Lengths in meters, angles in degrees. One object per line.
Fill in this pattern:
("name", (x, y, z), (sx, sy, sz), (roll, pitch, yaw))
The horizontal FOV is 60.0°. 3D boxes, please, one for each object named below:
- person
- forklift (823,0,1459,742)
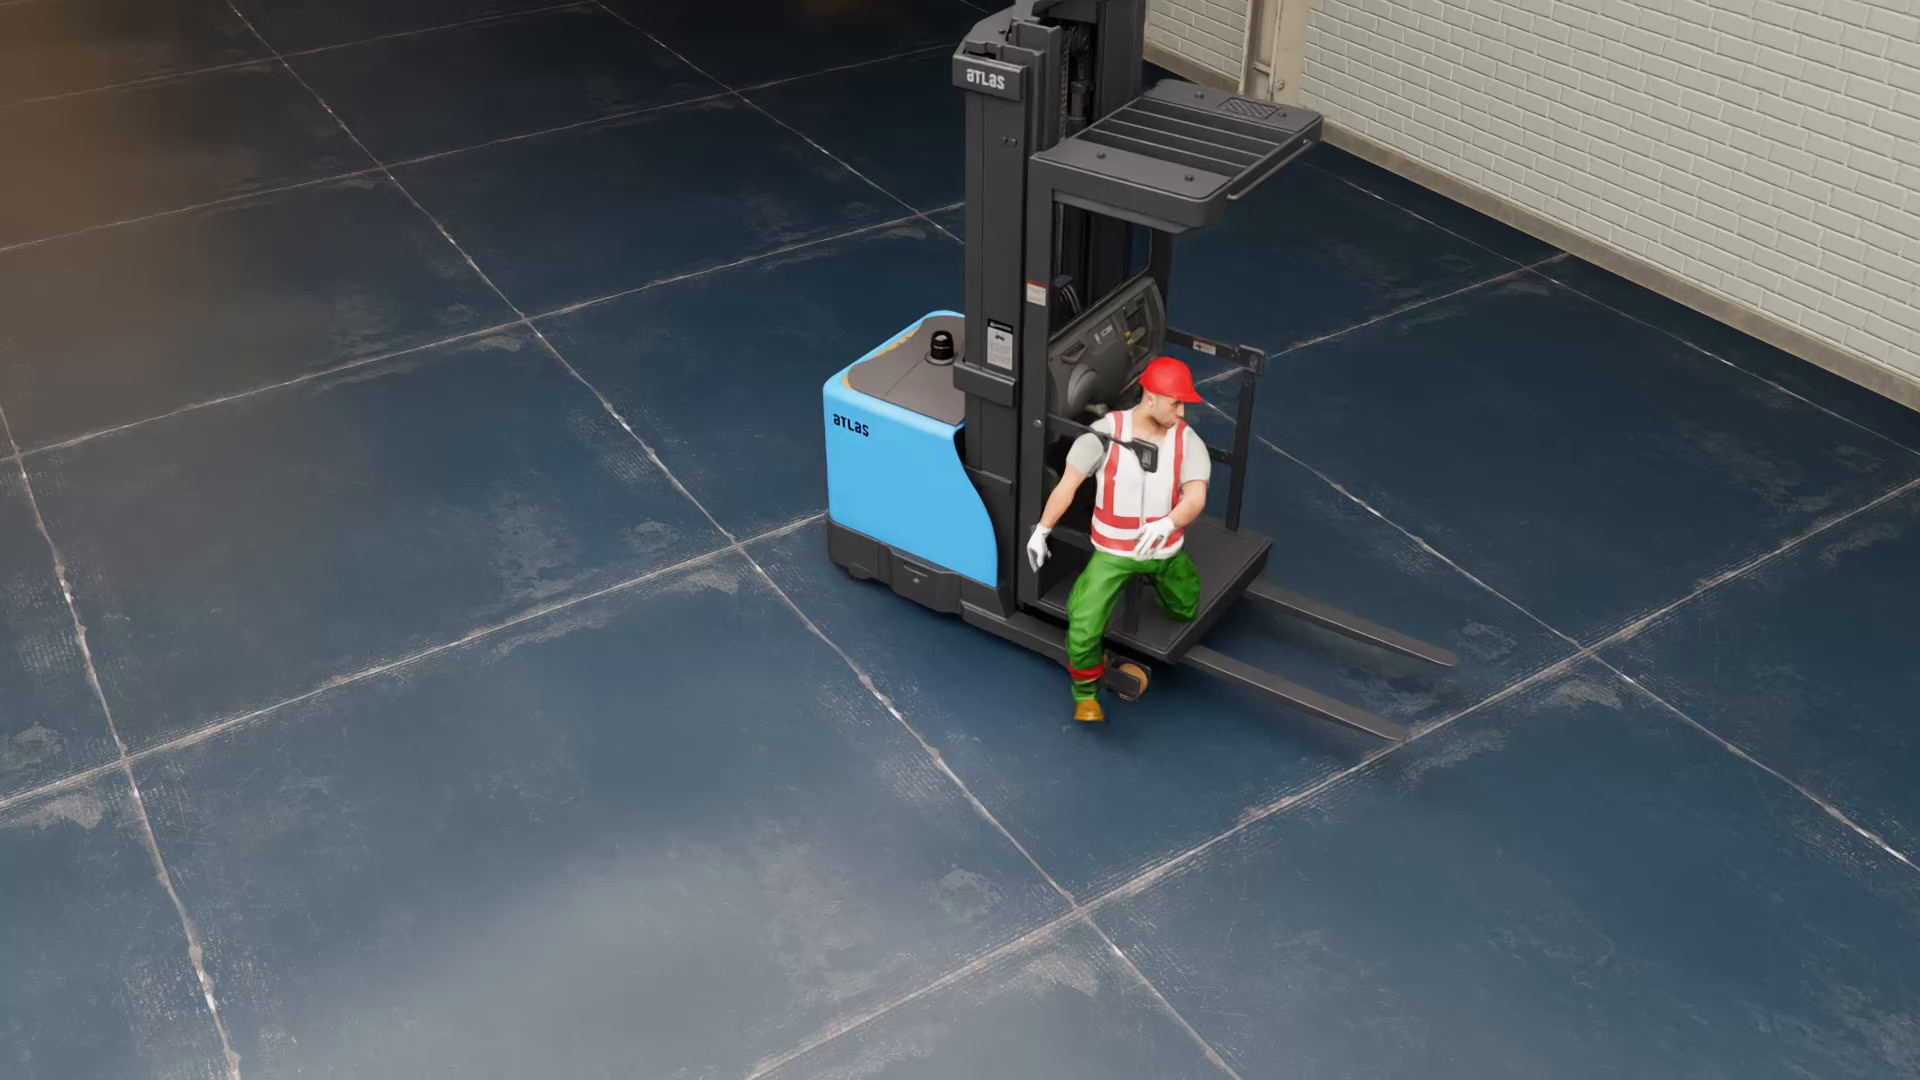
("person", (0.693, 0.043, 7.210), (0.797, 1.672, 0.882), (-5, 35, -8))
("forklift", (0.831, -0.812, 7.303), (3.031, 2.935, 1.130), (22, 41, 28))
